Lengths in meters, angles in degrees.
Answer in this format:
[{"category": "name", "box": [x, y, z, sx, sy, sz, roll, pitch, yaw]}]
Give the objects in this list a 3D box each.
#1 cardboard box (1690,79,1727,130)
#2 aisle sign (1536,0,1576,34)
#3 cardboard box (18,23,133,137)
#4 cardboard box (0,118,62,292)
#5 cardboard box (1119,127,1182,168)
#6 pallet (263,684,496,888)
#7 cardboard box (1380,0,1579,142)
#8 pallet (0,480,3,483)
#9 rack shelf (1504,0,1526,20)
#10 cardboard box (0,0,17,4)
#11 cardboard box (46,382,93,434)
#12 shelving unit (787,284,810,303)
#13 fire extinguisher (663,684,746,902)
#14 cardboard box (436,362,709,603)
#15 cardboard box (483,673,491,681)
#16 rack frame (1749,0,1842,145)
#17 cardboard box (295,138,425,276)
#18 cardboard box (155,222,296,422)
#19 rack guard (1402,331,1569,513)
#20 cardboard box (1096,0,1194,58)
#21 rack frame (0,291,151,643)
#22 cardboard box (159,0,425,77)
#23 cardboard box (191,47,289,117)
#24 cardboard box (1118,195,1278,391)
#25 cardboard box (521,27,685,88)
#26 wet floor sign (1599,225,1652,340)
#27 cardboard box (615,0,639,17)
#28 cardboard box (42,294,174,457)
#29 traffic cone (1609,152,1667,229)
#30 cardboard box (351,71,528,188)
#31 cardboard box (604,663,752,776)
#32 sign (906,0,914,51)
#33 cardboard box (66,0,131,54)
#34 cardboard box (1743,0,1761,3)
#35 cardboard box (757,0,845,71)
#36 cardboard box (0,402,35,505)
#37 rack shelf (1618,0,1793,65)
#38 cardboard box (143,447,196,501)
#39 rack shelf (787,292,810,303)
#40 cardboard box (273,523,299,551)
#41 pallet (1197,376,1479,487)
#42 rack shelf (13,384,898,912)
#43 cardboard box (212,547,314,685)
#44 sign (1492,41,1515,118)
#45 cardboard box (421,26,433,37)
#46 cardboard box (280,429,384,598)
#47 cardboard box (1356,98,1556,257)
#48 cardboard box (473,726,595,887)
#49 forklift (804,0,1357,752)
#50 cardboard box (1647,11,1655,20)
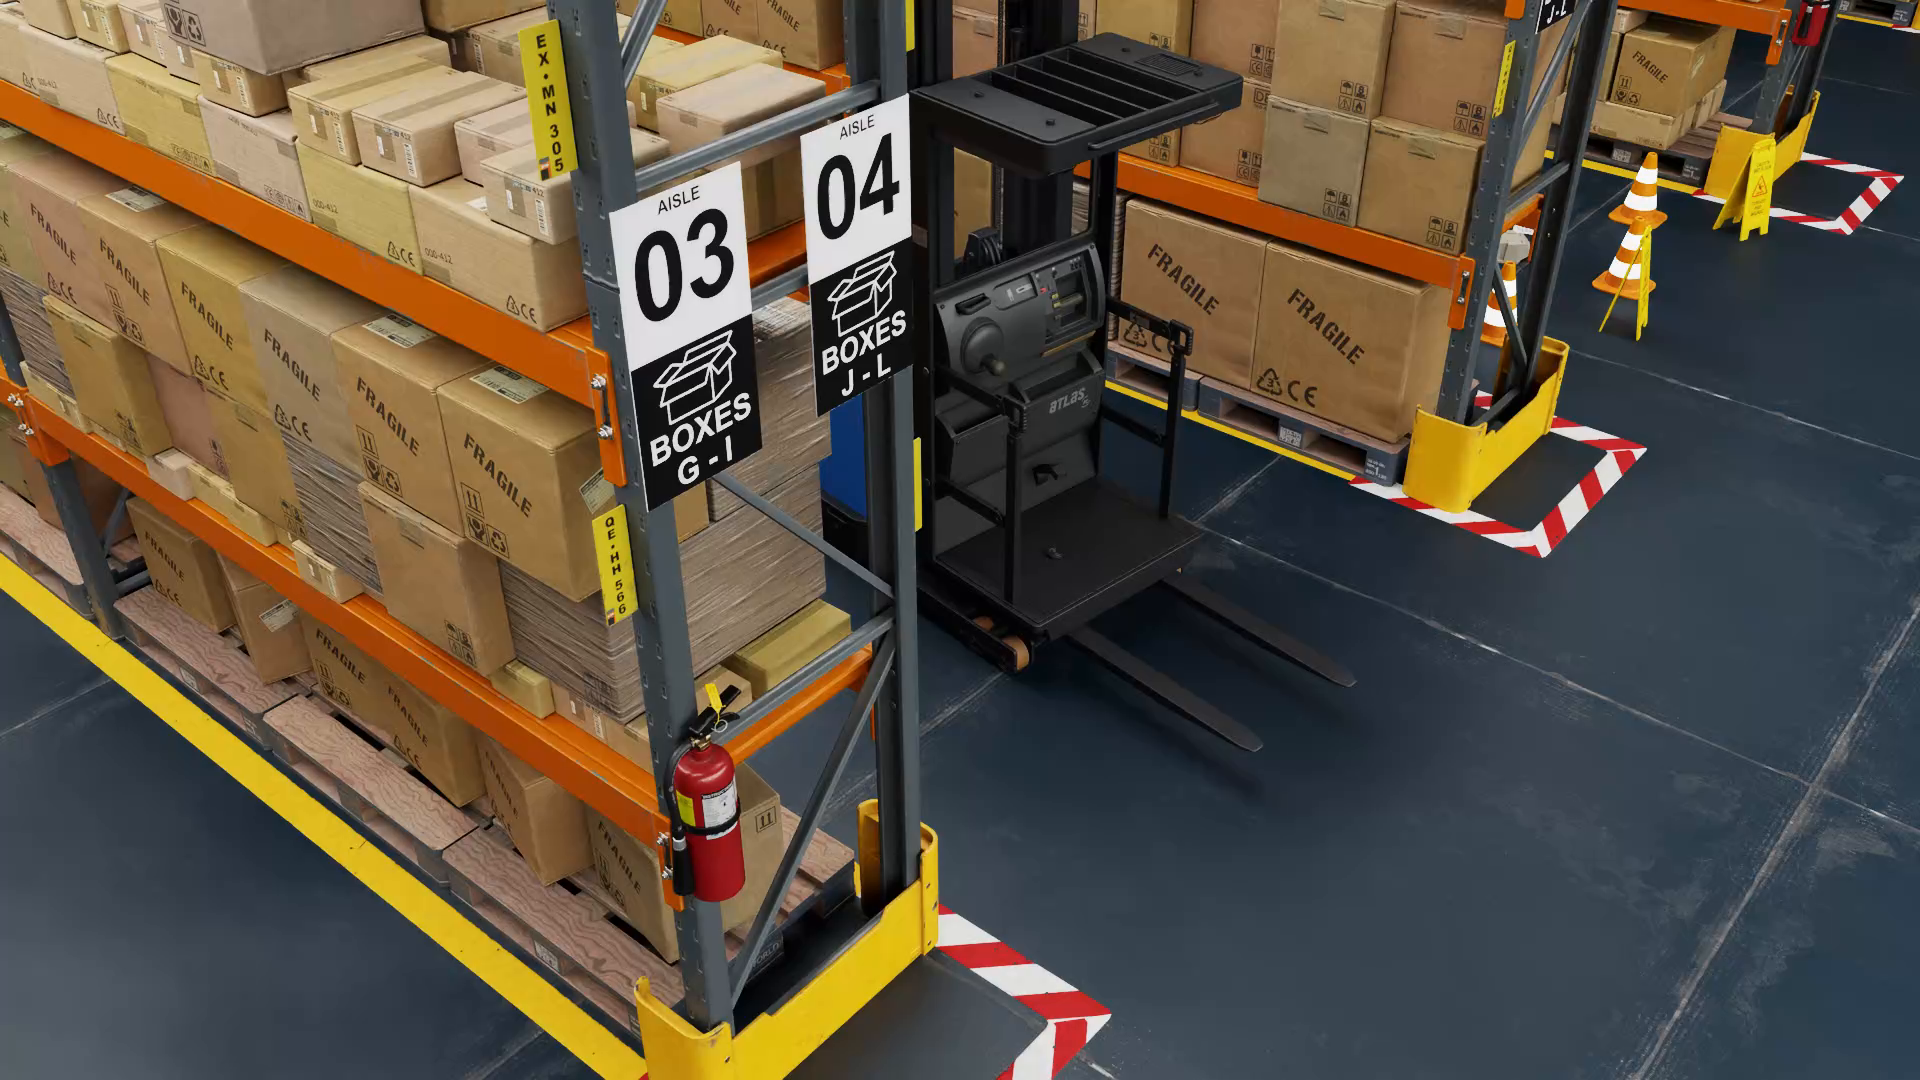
[{"category": "cardboard box", "box": [5.398, -3.324, 12.498, 0.500, 0.250, 0.500, 25, 42, 31]}, {"category": "aisle sign", "box": [2.614, -2.597, 7.085, 0.004, 0.787, 0.394, 25, 42, 32]}, {"category": "cardboard box", "box": [-2.607, -1.535, 5.318, 0.500, 0.250, 0.500, 23, 41, 30]}, {"category": "cardboard box", "box": [-3.390, -1.311, 6.275, 0.500, 0.500, 0.500, 25, 42, 32]}, {"category": "cardboard box", "box": [1.217, -2.479, 9.078, 0.500, 0.550, 0.875, 25, 42, 32]}, {"category": "pallet", "box": [-2.093, 0.810, 6.884, 1.213, 0.211, 1.003, 25, 42, 32]}, {"category": "cardboard box", "box": [2.491, -2.340, 7.921, 0.550, 0.550, 0.875, 25, 42, 32]}, {"category": "pallet", "box": [-5.115, -0.583, 8.912, 1.213, 0.211, 1.003, 25, 42, 32]}, {"category": "rack shelf", "box": [1.215, -3.346, 8.458, 4.000, 0.370, 1.077, 25, 42, 32]}, {"category": "cardboard box", "box": [-3.077, -1.921, 5.529, 0.250, 0.149, 0.380, 26, 42, 32]}, {"category": "cardboard box", "box": [-3.417, -0.600, 6.696, 0.250, 0.149, 0.380, 25, 42, 32]}, {"category": "shelving unit", "box": [-0.760, -0.989, 8.630, 0.258, 1.200, 0.503, -27, 43, -33]}, {"category": "fire extinguisher", "box": [-0.706, 0.714, 4.629, 0.183, 0.674, 0.296, 25, 42, 32]}, {"category": "cardboard box", "box": [-1.080, -0.228, 4.698, 0.500, 0.500, 0.500, 25, 42, 32]}, {"category": "cardboard box", "box": [-1.450, 0.274, 5.423, 0.250, 0.149, 0.380, 25, 42, 32]}, {"category": "rack frame", "box": [5.841, -3.872, 11.238, 0.127, 3.000, 1.000, 25, 42, 32]}, {"category": "cardboard box", "box": [-1.418, -0.978, 4.508, 0.500, 0.250, 0.500, 26, 42, 32]}, {"category": "cardboard box", "box": [-2.230, -0.773, 5.492, 0.500, 0.500, 0.500, 25, 42, 32]}, {"category": "rack guard", "box": [2.770, -0.642, 8.744, 0.348, 0.500, 1.175, 25, 42, 32]}, {"category": "cardboard box", "box": [1.176, -2.896, 8.731, 0.500, 0.550, 0.875, 25, 42, 32]}, {"category": "rack frame", "box": [-3.573, -1.009, 7.069, 0.127, 3.000, 1.000, 25, 42, 32]}, {"category": "cardboard box", "box": [-1.853, -1.618, 4.514, 0.500, 0.500, 0.500, 25, 42, 32]}, {"category": "cardboard box", "box": [-1.908, -1.338, 4.680, 0.250, 0.149, 0.380, 23, 41, 30]}, {"category": "cardboard box", "box": [1.511, -1.513, 9.310, 0.875, 0.875, 0.875, 25, 41, 31]}, {"category": "cardboard box", "box": [-0.973, -1.273, 4.585, 0.250, 0.149, 0.380, 24, 41, 31]}, {"category": "wet floor sign", "box": [4.041, -1.562, 9.954, 0.232, 0.644, 0.267, 18, 38, 24]}, {"category": "cardboard box", "box": [-2.063, -3.793, 11.035, 0.500, 0.500, 0.500, 25, 42, 31]}, {"category": "cardboard box", "box": [-2.905, -0.786, 6.394, 0.500, 0.500, 0.875, 25, 42, 32]}, {"category": "traffic cone", "box": [4.685, -2.420, 11.366, 0.334, 0.463, 0.336, 25, 42, 32]}, {"category": "cardboard box", "box": [-1.318, -1.061, 4.275, 0.250, 0.149, 0.380, 23, 41, 30]}, {"category": "cardboard box", "box": [-0.851, 0.530, 5.050, 0.250, 0.149, 0.380, 25, 42, 32]}, {"category": "sign", "box": [-0.152, -1.393, 4.207, 0.005, 0.325, 0.100, 25, 42, 32]}, {"category": "cardboard box", "box": [-2.495, -1.640, 5.119, 0.250, 0.149, 0.380, 24, 41, 31]}, {"category": "cardboard box", "box": [5.417, -3.810, 11.371, 0.250, 0.149, 0.380, 27, 43, 33]}, {"category": "cardboard box", "box": [-0.894, -3.244, 10.236, 0.500, 0.500, 0.500, 25, 42, 32]}, {"category": "cardboard box", "box": [-4.386, -0.573, 8.253, 0.500, 0.500, 0.700, 25, 42, 32]}, {"category": "rack shelf", "box": [4.304, -4.299, 12.496, 4.000, 0.370, 1.077, 25, 42, 32]}, {"category": "cardboard box", "box": [-2.843, -0.327, 6.298, 0.250, 0.149, 0.380, 25, 42, 32]}, {"category": "rack shelf", "box": [-0.760, -1.118, 8.541, 0.258, 0.148, 0.480, -27, 43, -33]}, {"category": "cardboard box", "box": [-2.218, -0.088, 5.951, 0.250, 0.149, 0.380, 25, 42, 32]}, {"category": "pallet", "box": [2.087, -0.787, 9.210, 1.213, 0.211, 1.003, 25, 42, 32]}, {"category": "rack shelf", "box": [-2.036, 0.012, 6.218, 4.000, 0.370, 1.077, 25, 42, 32]}, {"category": "cardboard box", "box": [-2.847, 0.215, 7.125, 0.500, 0.500, 0.500, -19, 39, -26]}, {"category": "sign", "box": [2.394, -2.025, 7.317, 0.005, 0.325, 0.100, 25, 42, 32]}, {"category": "cardboard box", "box": [-1.541, -1.585, 5.039, 0.250, 0.149, 0.380, 23, 41, 30]}, {"category": "cardboard box", "box": [-1.722, -0.264, 5.633, 0.500, 0.500, 0.875, 25, 42, 32]}, {"category": "cardboard box", "box": [2.438, -1.858, 8.173, 0.550, 0.550, 0.875, 25, 42, 32]}, {"category": "cardboard box", "box": [-1.450, 0.862, 6.182, 0.500, 0.500, 0.500, -22, 40, -28]}, {"category": "forklift", "box": [0.414, -0.945, 7.037, 1.130, 2.935, 3.031, -27, 43, -33]}, {"category": "cardboard box", "box": [4.975, -3.829, 12.571, 0.500, 0.500, 0.500, 24, 41, 30]}]
